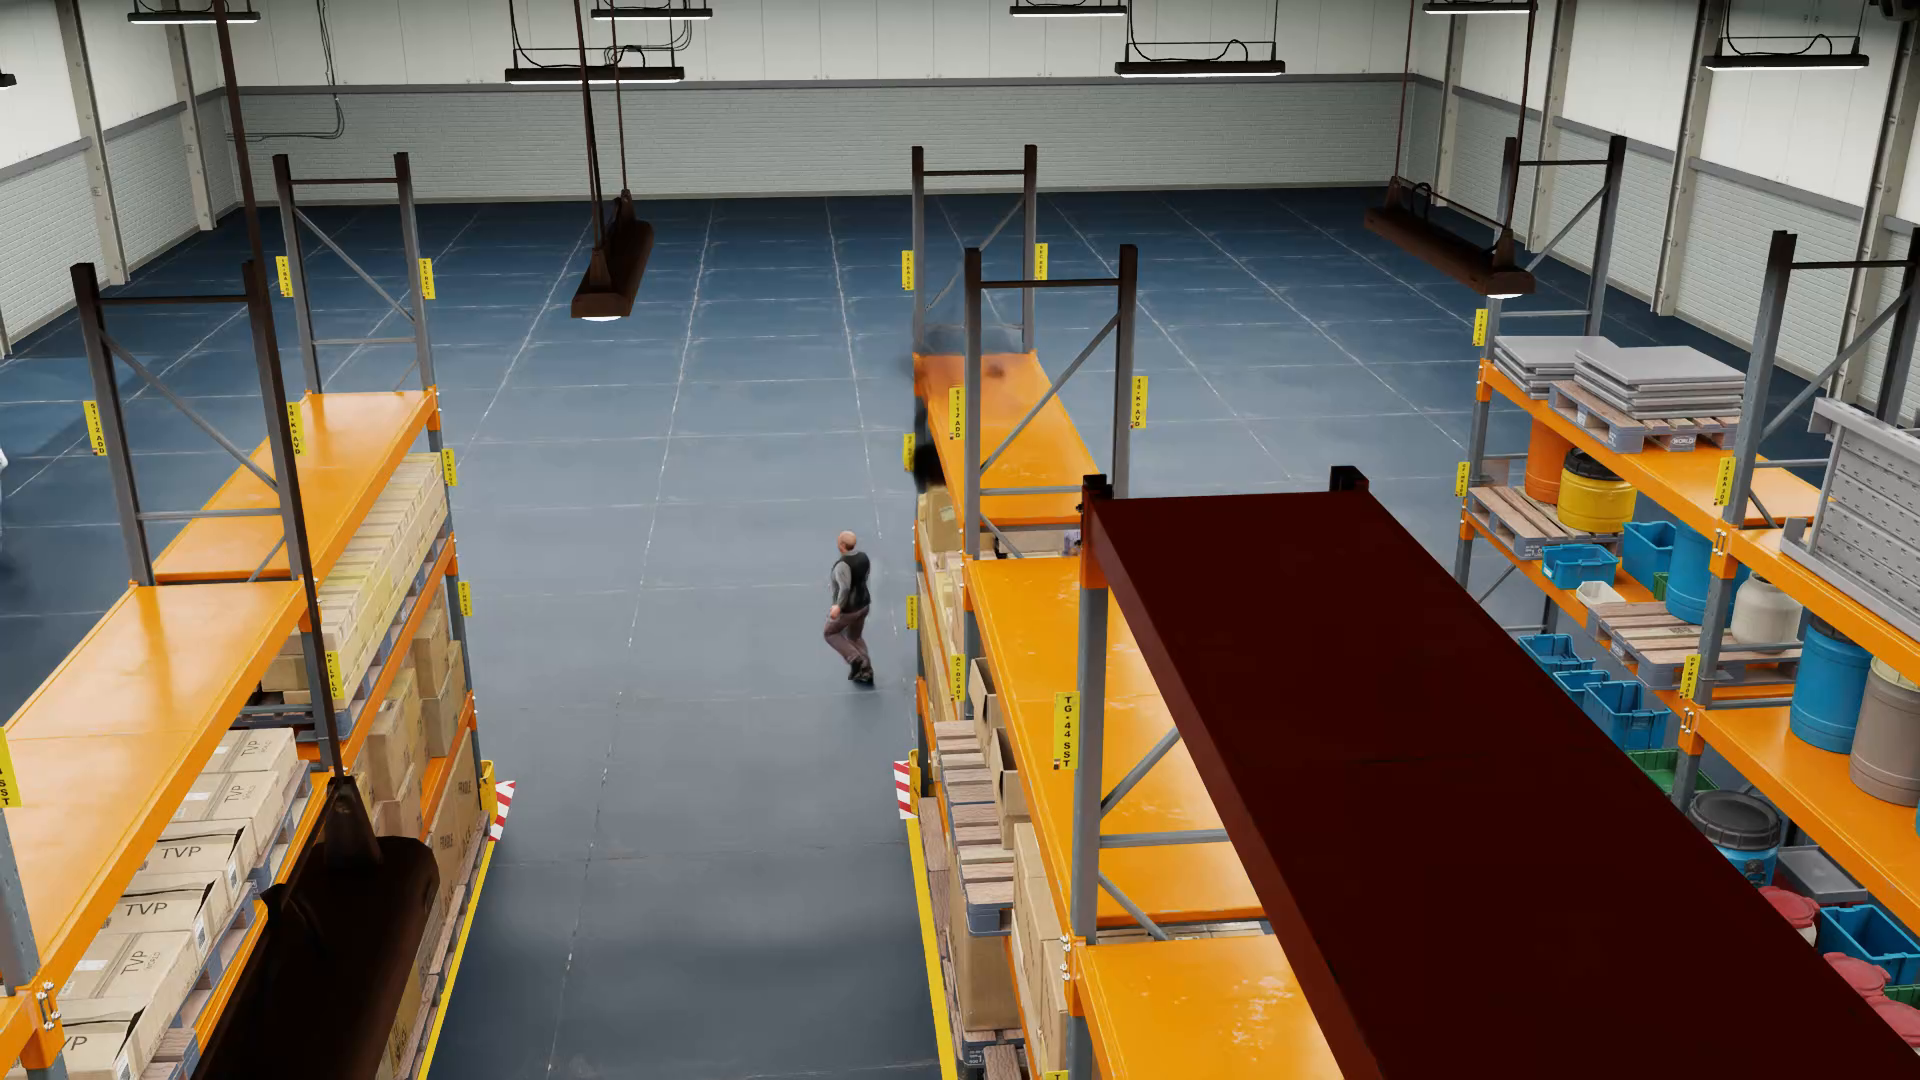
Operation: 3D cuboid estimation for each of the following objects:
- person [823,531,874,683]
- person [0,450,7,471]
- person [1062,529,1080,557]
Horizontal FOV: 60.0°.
[{"bbox_3d":[-1.207,0.695,17.602,0.651,1.675,0.642,14,26,32],"label":"person"},{"bbox_3d":[-12.405,-0.662,21.034,0.711,1.725,0.722,20,29,41],"label":"person"},{"bbox_3d":[1.188,0.314,18.685,0.489,1.602,0.611,10,24,24],"label":"person"}]
